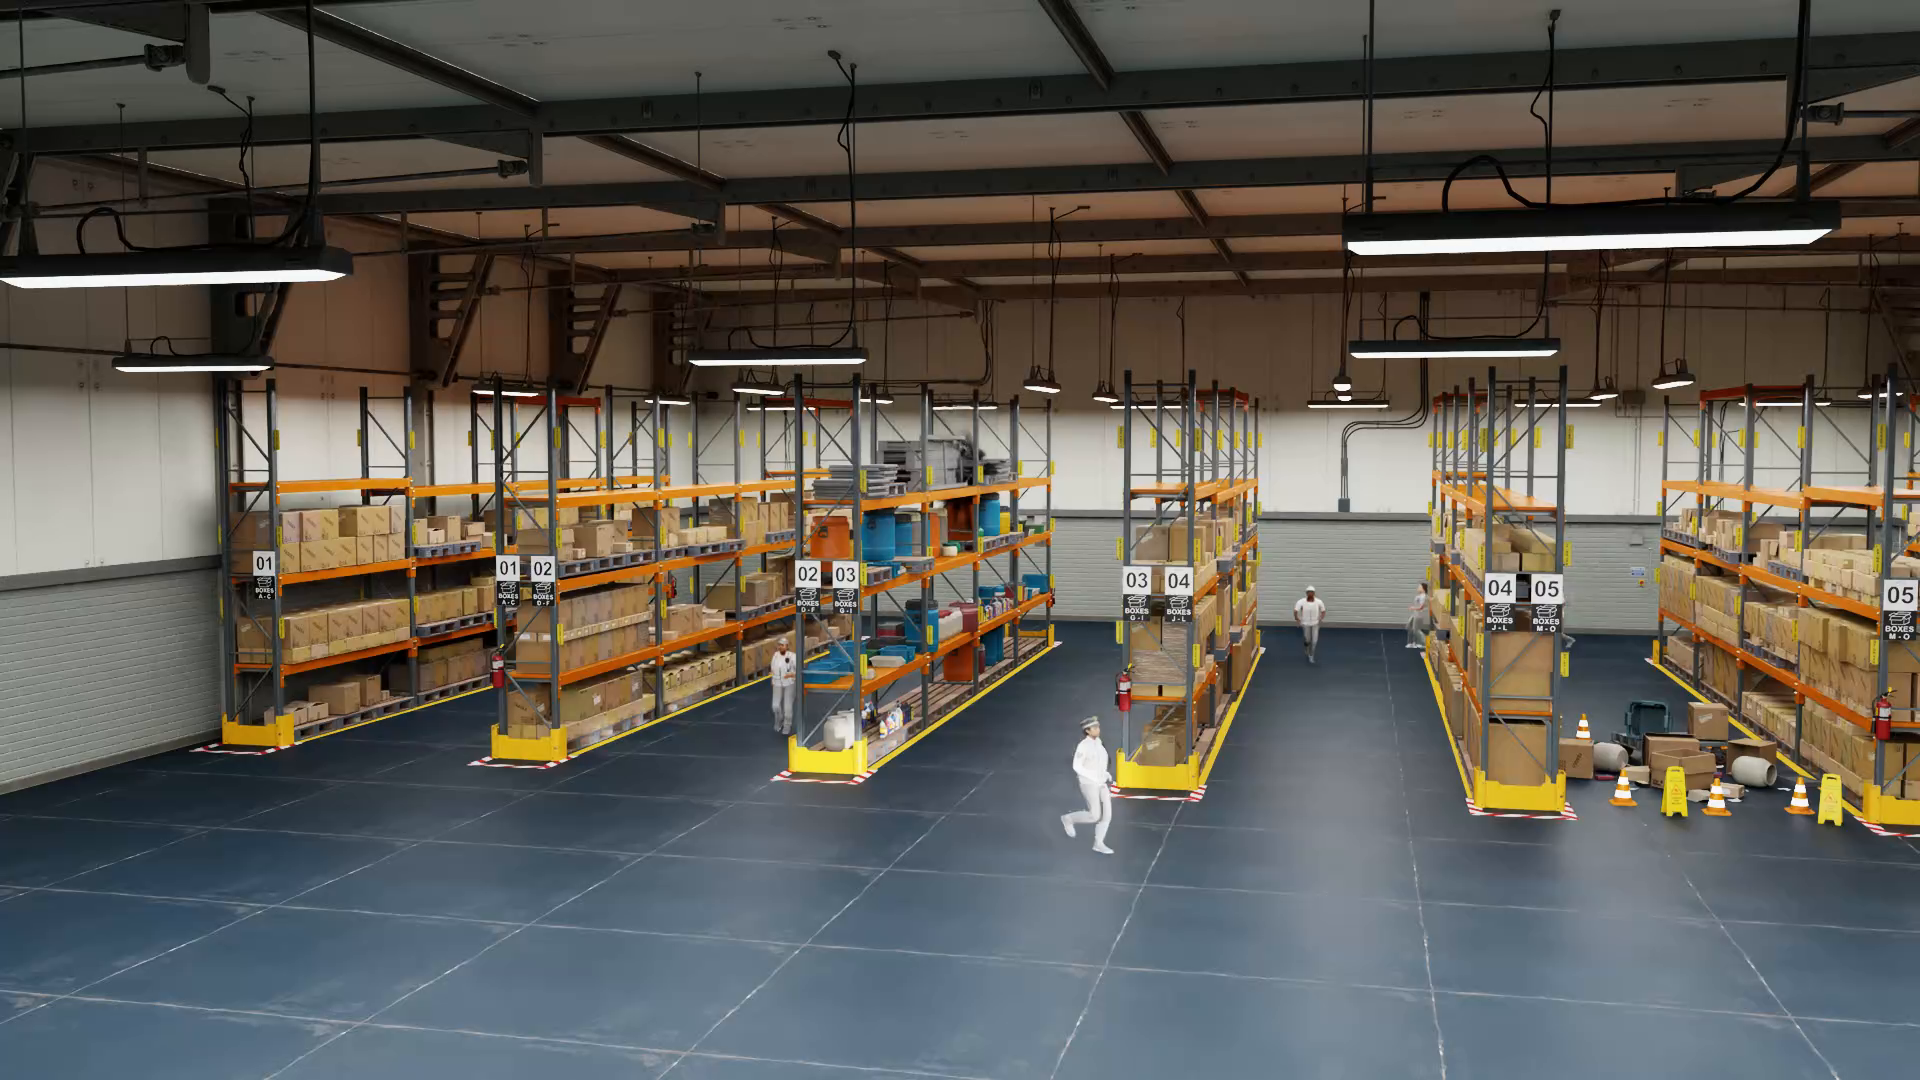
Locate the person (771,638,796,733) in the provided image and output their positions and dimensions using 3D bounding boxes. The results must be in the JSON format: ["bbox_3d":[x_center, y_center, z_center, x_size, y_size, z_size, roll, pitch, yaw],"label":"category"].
[{"bbox_3d":[-2.997,2.485,28.302,0.588,1.634,0.574,1,4,12],"label":"person"}]

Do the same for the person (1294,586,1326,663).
[{"bbox_3d":[7.907,1.904,37.544,0.717,1.725,0.598,0,3,6],"label":"person"}]

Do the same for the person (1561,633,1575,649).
[{"bbox_3d":[14.037,1.834,38.999,0.717,1.714,0.578,1,4,23],"label":"person"}]

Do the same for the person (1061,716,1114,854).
[{"bbox_3d":[1.586,2.963,20.263,0.676,1.671,0.589,3,4,36],"label":"person"}]

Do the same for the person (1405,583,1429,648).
[{"bbox_3d":[10.911,1.823,39.693,0.575,1.652,0.707,1,4,17],"label":"person"}]
